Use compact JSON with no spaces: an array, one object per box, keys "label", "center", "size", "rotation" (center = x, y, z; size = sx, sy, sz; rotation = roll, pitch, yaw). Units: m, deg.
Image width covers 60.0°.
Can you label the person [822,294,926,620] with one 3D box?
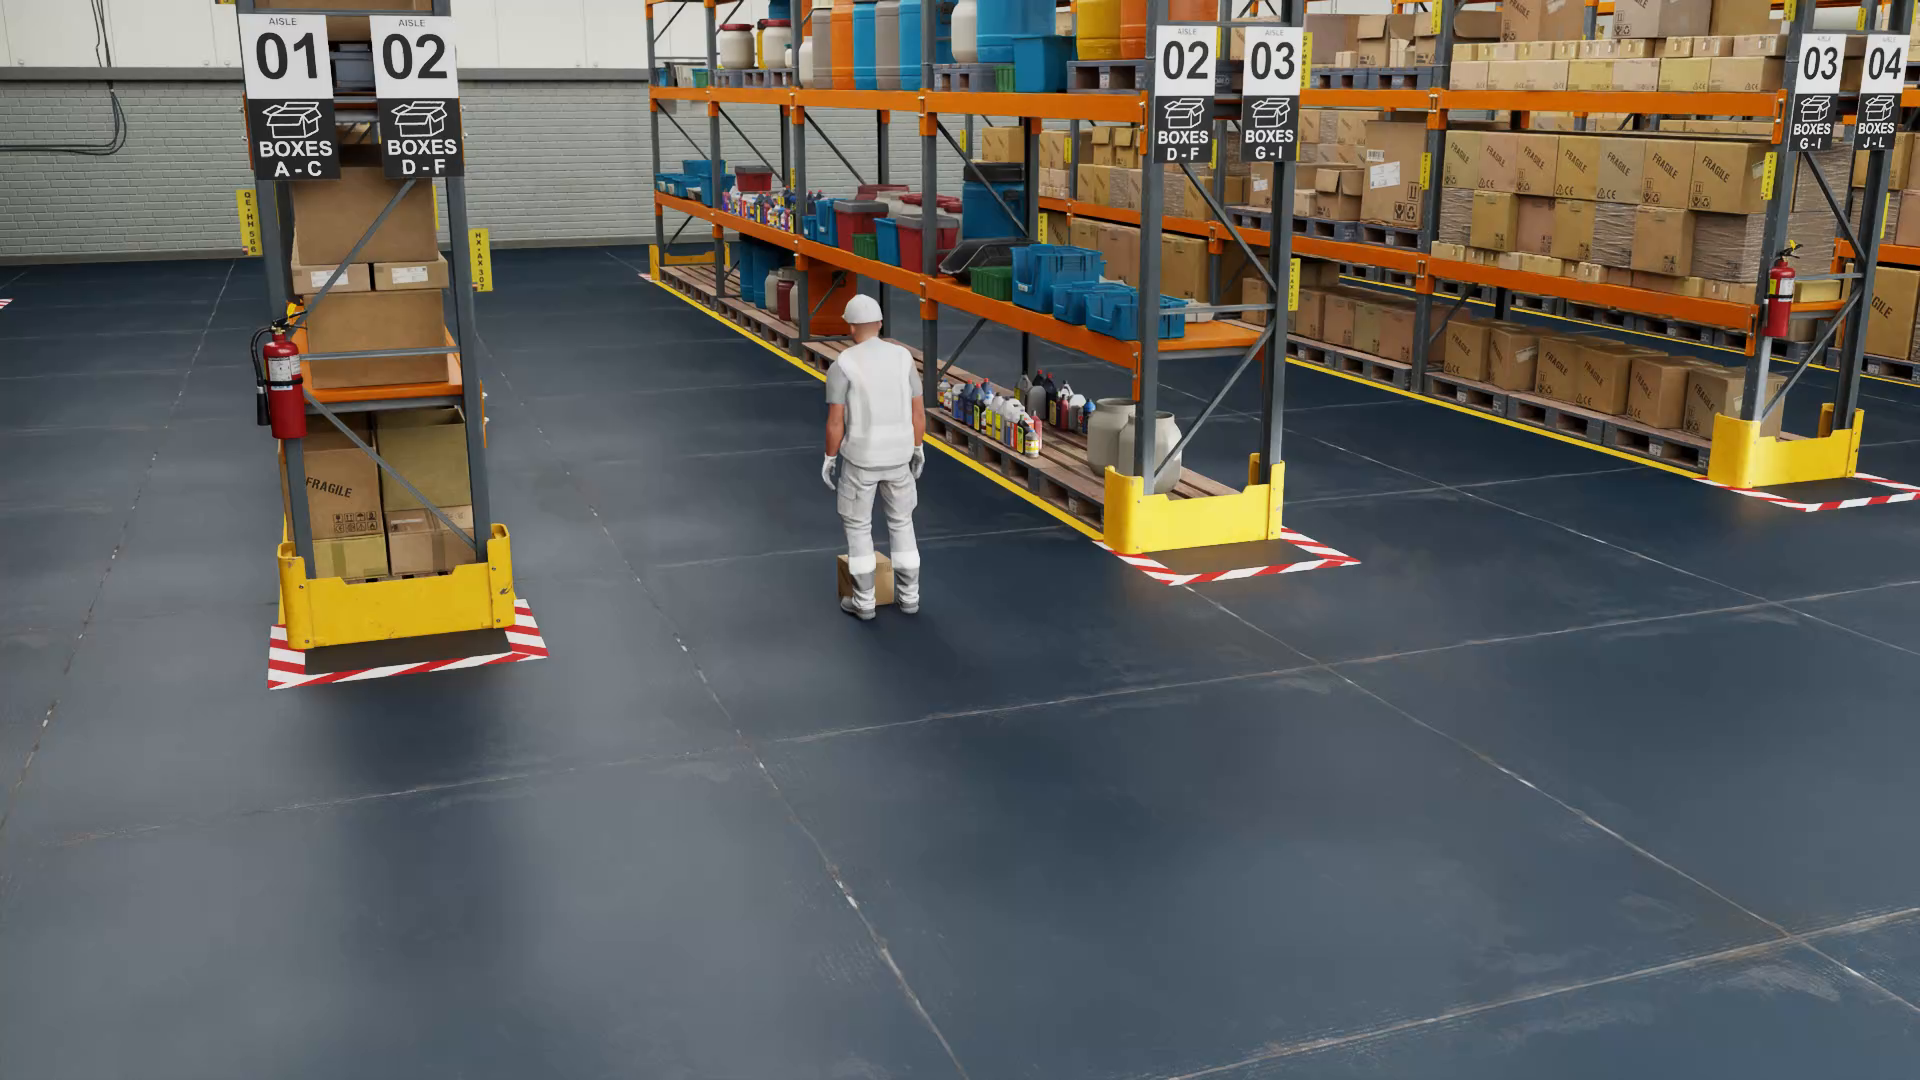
[{"label":"person","center":[-0.472,-0.452,9.135],"size":[0.613,1.778,0.452],"rotation":[-7,17,-23]}]
